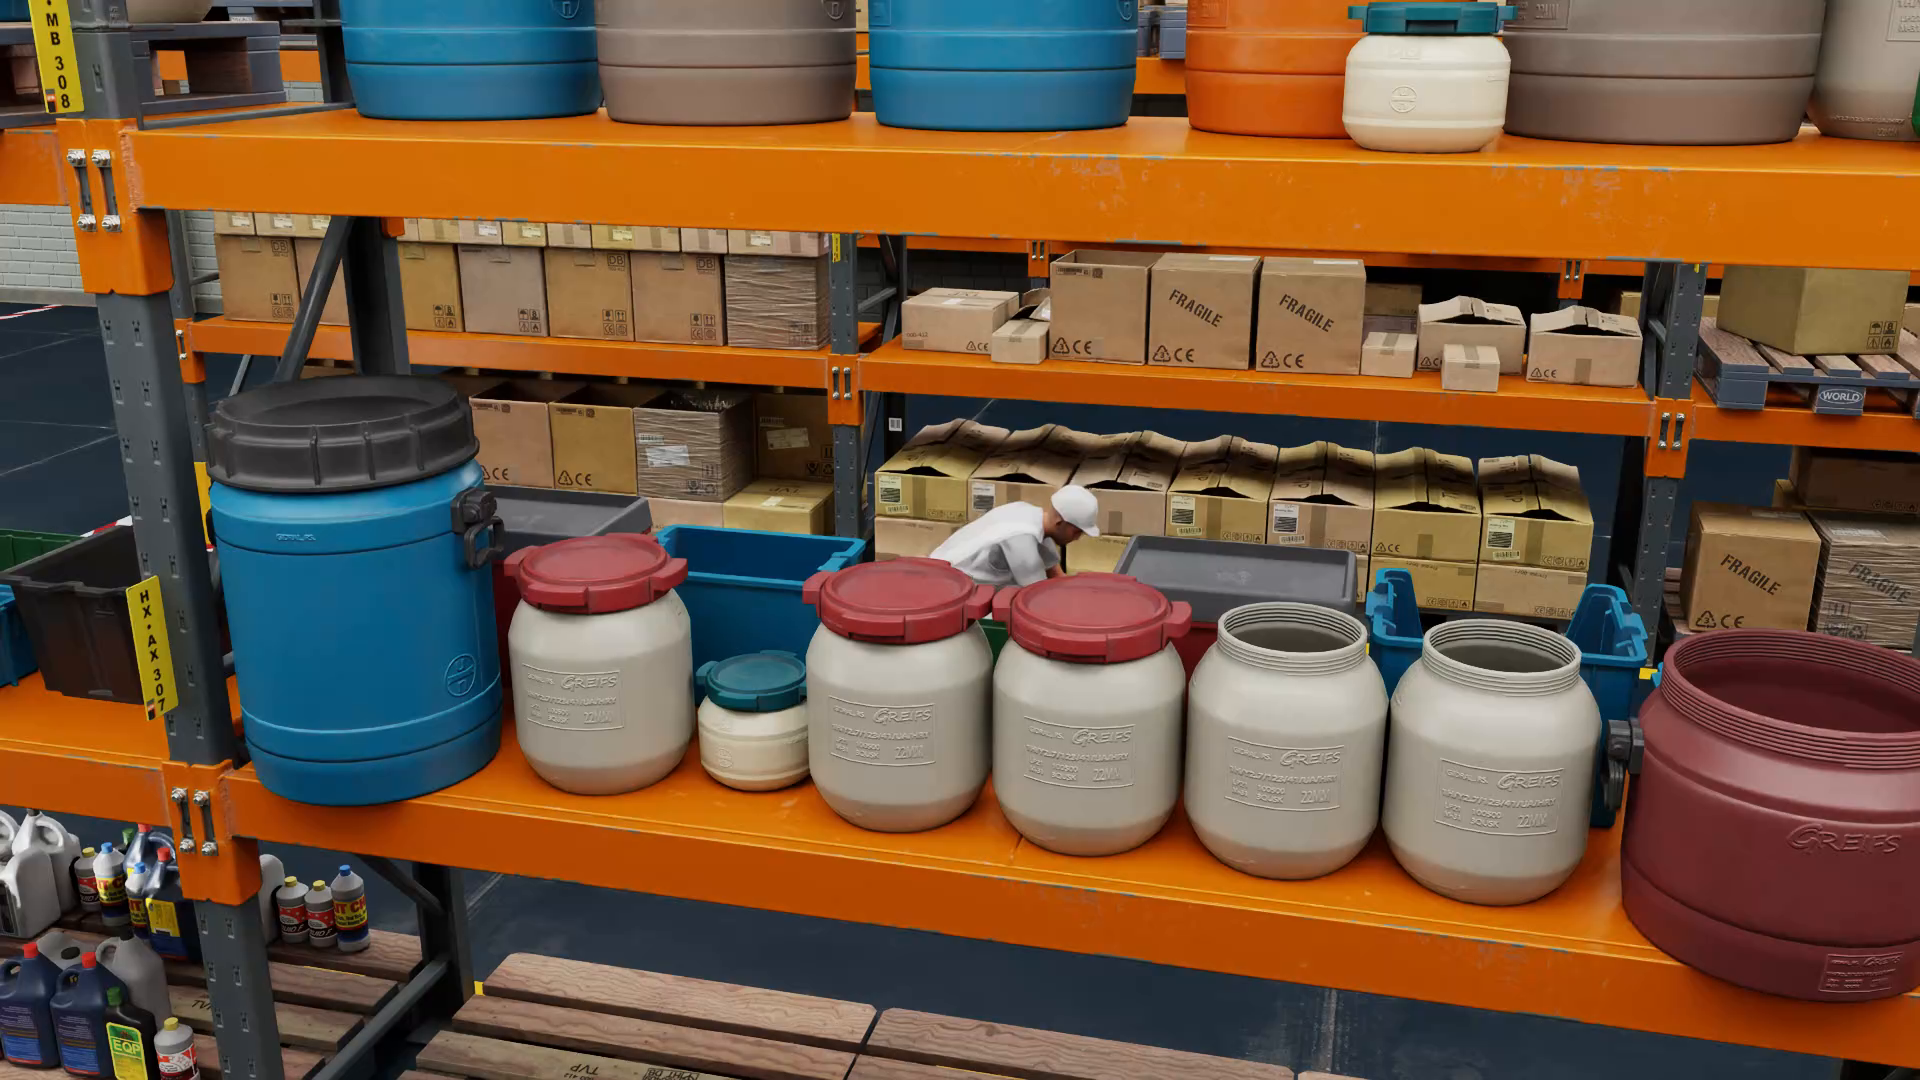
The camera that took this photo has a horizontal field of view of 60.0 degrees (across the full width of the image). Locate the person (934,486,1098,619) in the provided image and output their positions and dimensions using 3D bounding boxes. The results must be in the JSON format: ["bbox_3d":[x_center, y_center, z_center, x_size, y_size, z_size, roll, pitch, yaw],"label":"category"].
[{"bbox_3d":[0.234,0.222,7.637,0.886,0.989,0.571,4,19,13],"label":"person"}]
